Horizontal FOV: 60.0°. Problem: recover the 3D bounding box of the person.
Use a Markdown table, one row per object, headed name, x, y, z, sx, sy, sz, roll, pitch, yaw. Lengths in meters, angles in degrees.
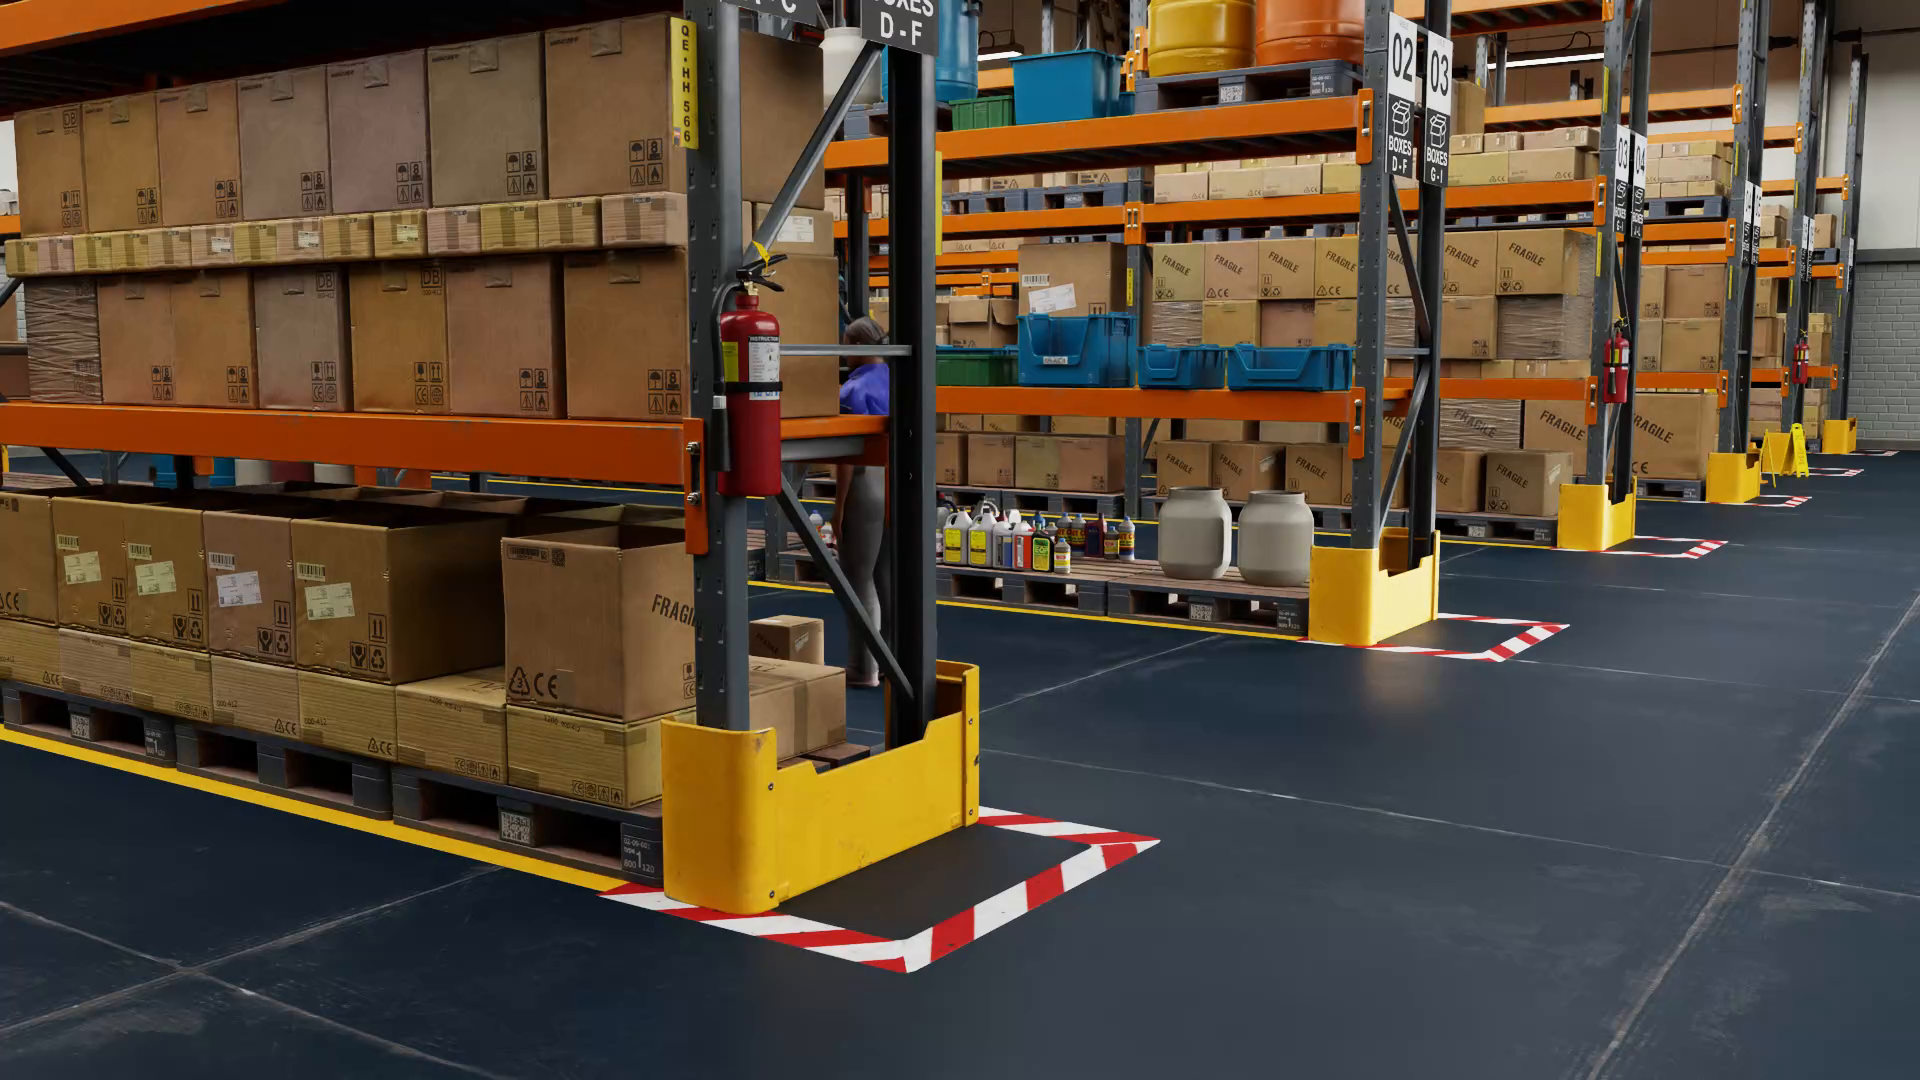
| name | x | y | z | sx | sy | sz | roll | pitch | yaw |
| --- | --- | --- | --- | --- | --- | --- | --- | --- | --- |
| person | -0.436 | -0.167 | 7.498 | 0.354 | 1.670 | 0.444 | 4 | 8 | 34 |
